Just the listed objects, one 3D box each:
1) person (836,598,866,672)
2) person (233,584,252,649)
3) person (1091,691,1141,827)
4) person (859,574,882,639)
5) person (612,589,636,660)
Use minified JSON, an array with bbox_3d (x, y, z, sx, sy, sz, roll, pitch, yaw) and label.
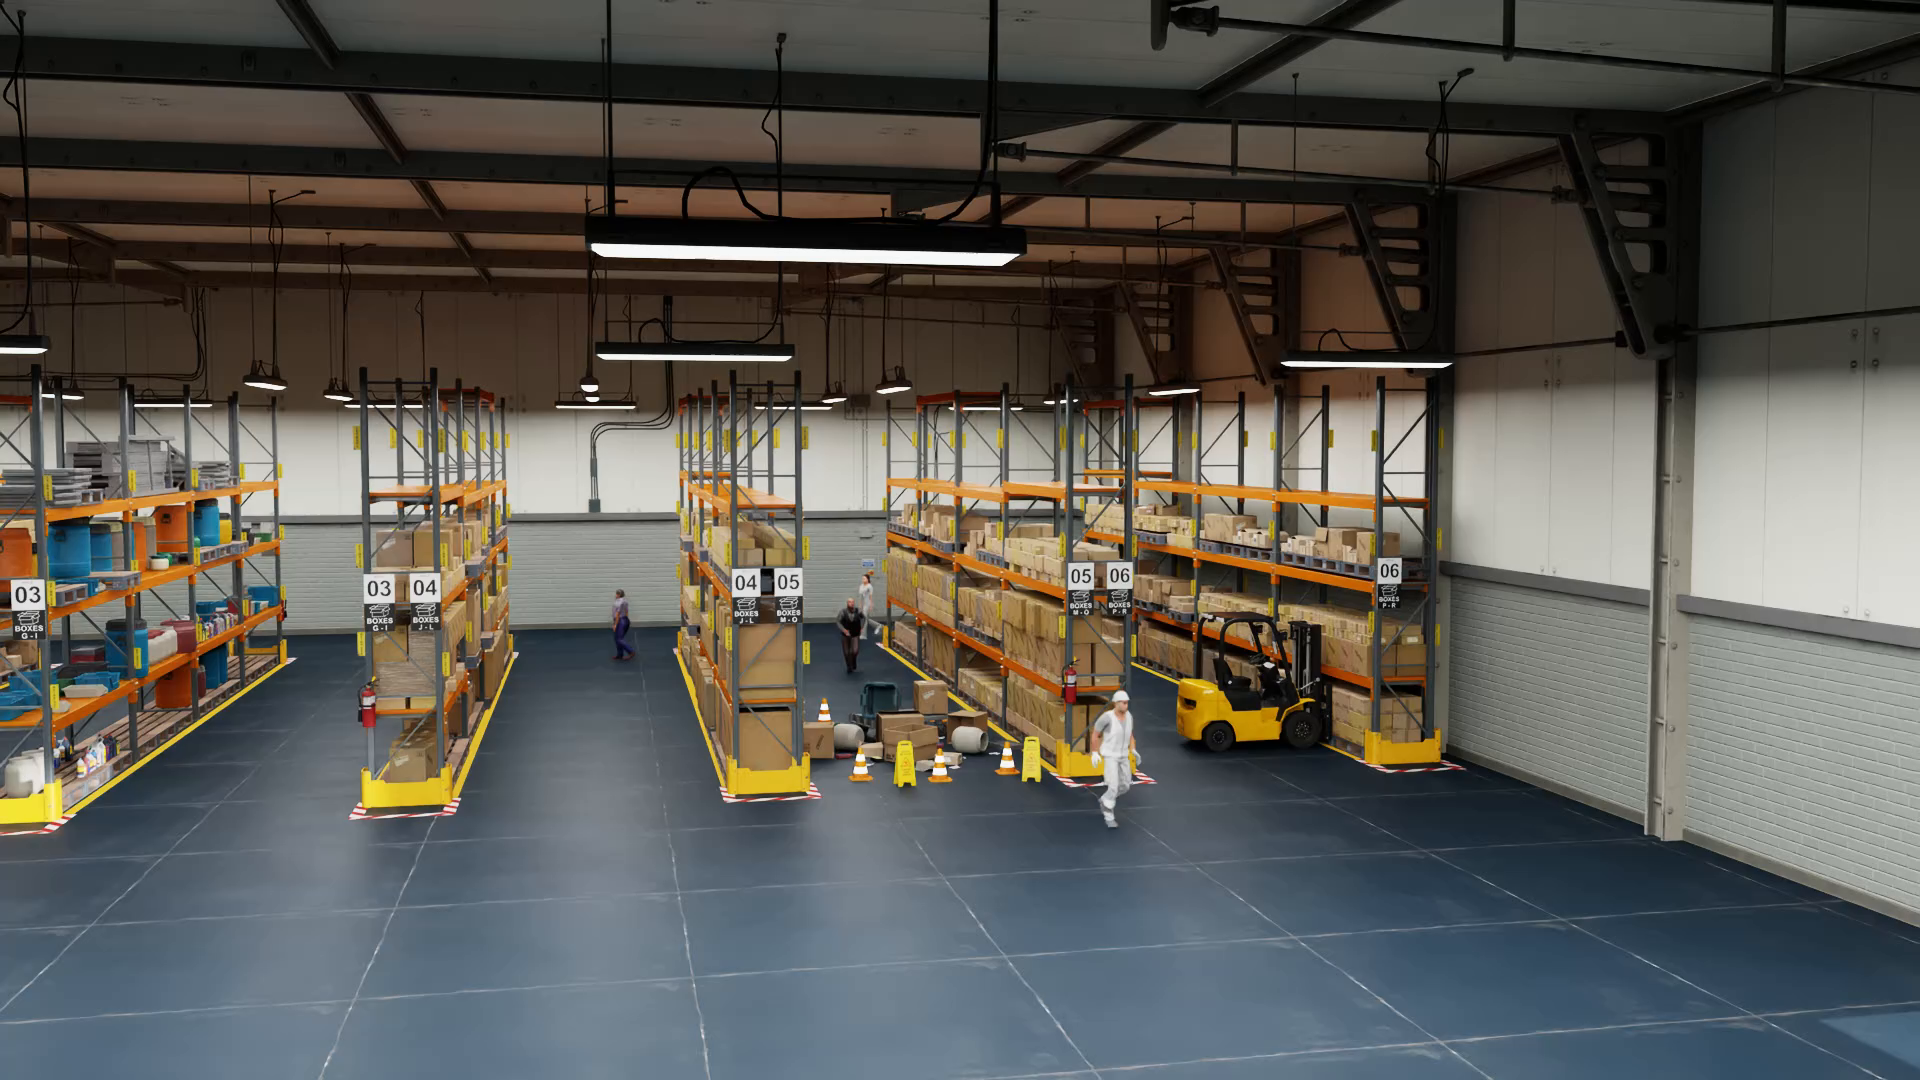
[{"bbox_3d":[-2.352,2.061,35.861,0.654,1.615,0.732,0,3,-4],"label":"person"},{"bbox_3d":[-16.886,1.842,39.191,0.823,1.628,0.489,2,4,28],"label":"person"},{"bbox_3d":[1.962,2.832,21.758,0.603,1.768,0.678,-3,4,-37],"label":"person"},{"bbox_3d":[-2.316,1.676,42.091,0.802,1.626,0.439,-2,4,-32],"label":"person"},{"bbox_3d":[-7.677,1.927,37.894,0.719,1.631,0.537,1,3,9],"label":"person"}]
